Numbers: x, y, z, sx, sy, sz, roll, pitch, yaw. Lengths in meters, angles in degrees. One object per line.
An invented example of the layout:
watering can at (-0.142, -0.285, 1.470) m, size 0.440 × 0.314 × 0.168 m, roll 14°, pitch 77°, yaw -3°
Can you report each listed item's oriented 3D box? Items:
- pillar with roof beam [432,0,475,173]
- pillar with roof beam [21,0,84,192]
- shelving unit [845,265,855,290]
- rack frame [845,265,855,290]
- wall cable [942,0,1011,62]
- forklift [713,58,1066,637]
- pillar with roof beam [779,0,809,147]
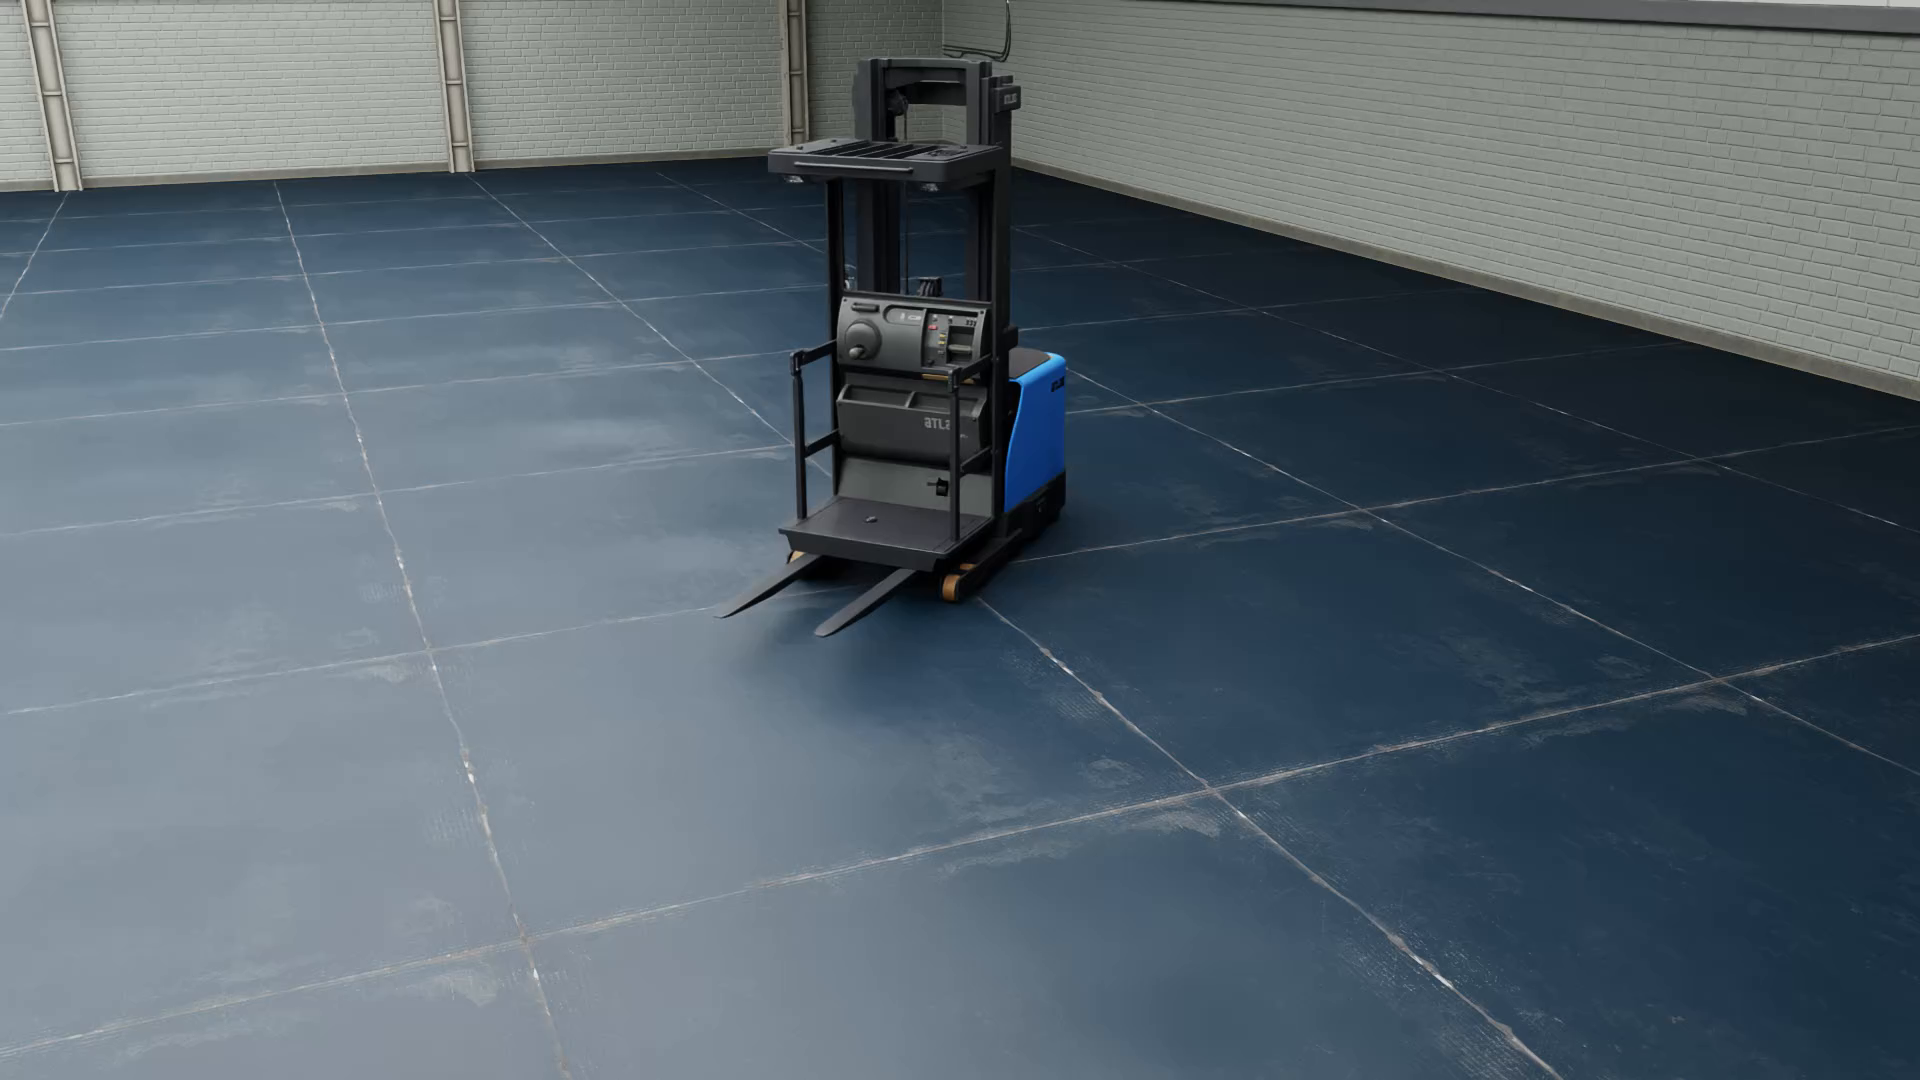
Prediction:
pillar with roof beam at (-6.813, -9.240, 23.215) m, size 0.400 × 9.000 × 9.100 m, roll -8°, pitch 21°, yaw -22°
pillar with roof beam at (-12.322, -8.451, 20.973) m, size 0.400 × 9.000 × 9.100 m, roll -8°, pitch 21°, yaw -22°
shelving unit at (-0.243, -1.106, 11.405) m, size 1.083 × 1.500 × 0.587 m, roll -3°, pitch 20°, yaw -7°
rack frame at (-0.738, -1.084, 11.341) m, size 0.032 × 1.500 × 0.500 m, roll -3°, pitch 20°, yaw -7°
wall cable at (0.220, -9.862, 29.656) m, size 0.112 × 2.526 × 3.097 m, roll -8°, pitch 21°, yaw -22°
forklift at (-0.372, -1.186, 9.477) m, size 1.130 × 2.935 × 3.031 m, roll 9°, pitch 21°, yaw 23°
pillar with roof beam at (-1.304, -10.029, 25.456) m, size 0.400 × 9.000 × 9.100 m, roll -8°, pitch 21°, yaw -22°
